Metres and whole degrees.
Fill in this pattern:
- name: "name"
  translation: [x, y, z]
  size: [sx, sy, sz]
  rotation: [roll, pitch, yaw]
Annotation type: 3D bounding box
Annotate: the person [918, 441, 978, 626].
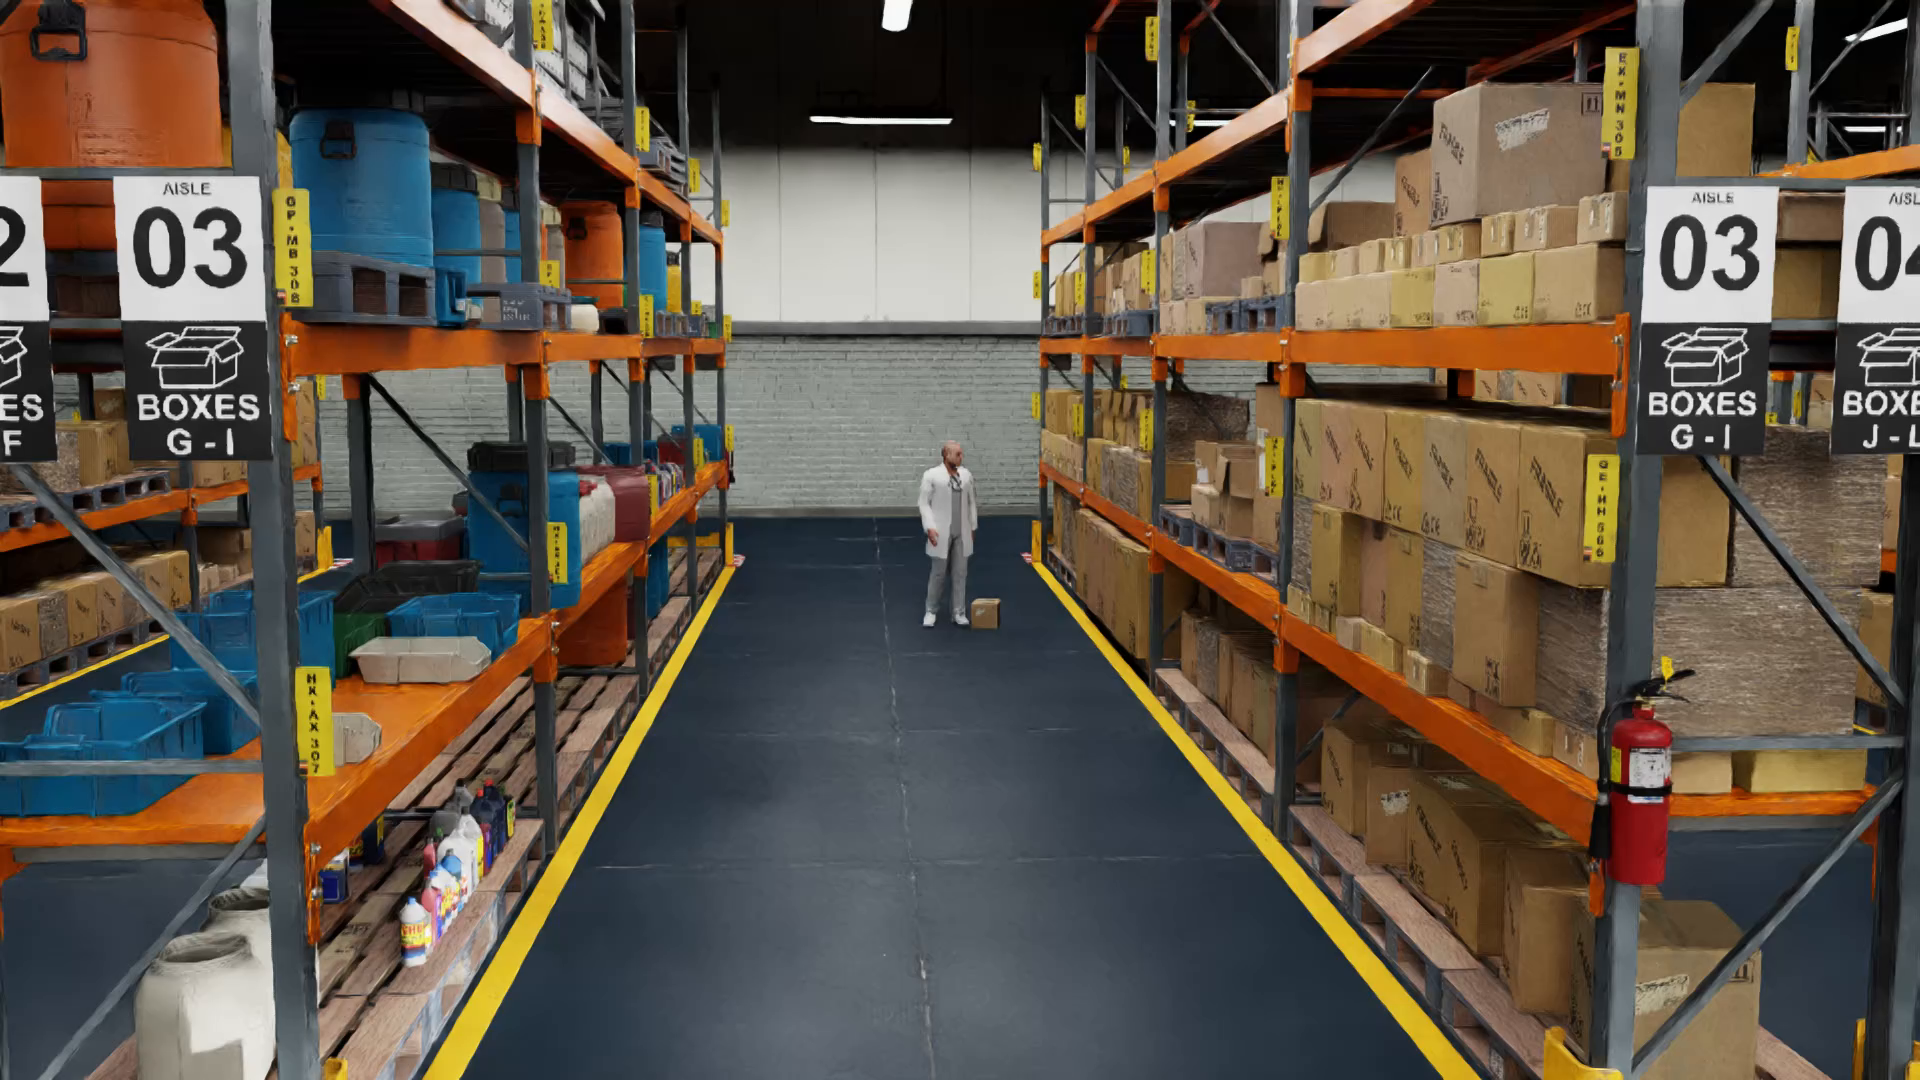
- name: "person"
  translation: [-0.098, -0.069, 16.203]
  size: [0.626, 1.794, 0.510]
  rotation: [-3, 7, -26]
